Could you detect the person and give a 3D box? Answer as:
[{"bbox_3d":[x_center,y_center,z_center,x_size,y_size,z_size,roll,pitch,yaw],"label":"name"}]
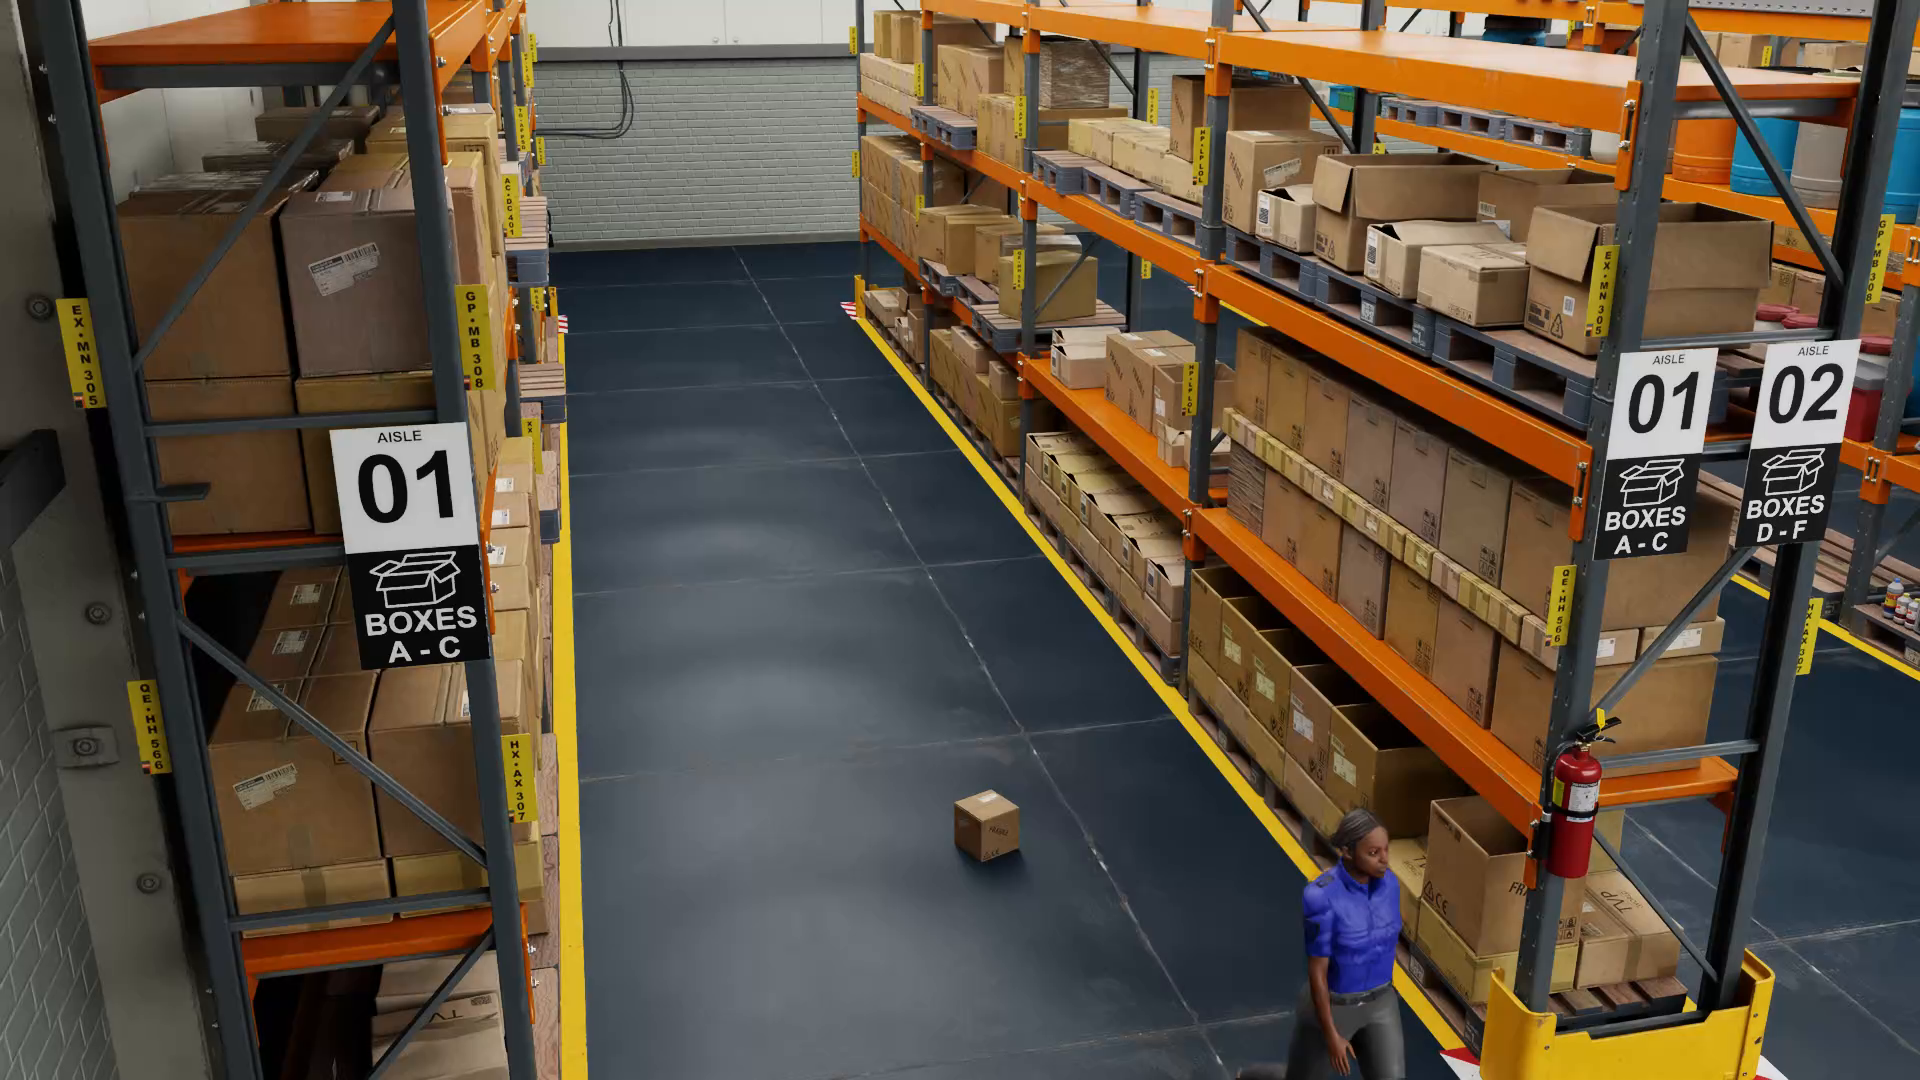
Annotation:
[{"bbox_3d":[1.443,1.734,6.242,0.427,1.606,0.936,-8,21,-20],"label":"person"}]
